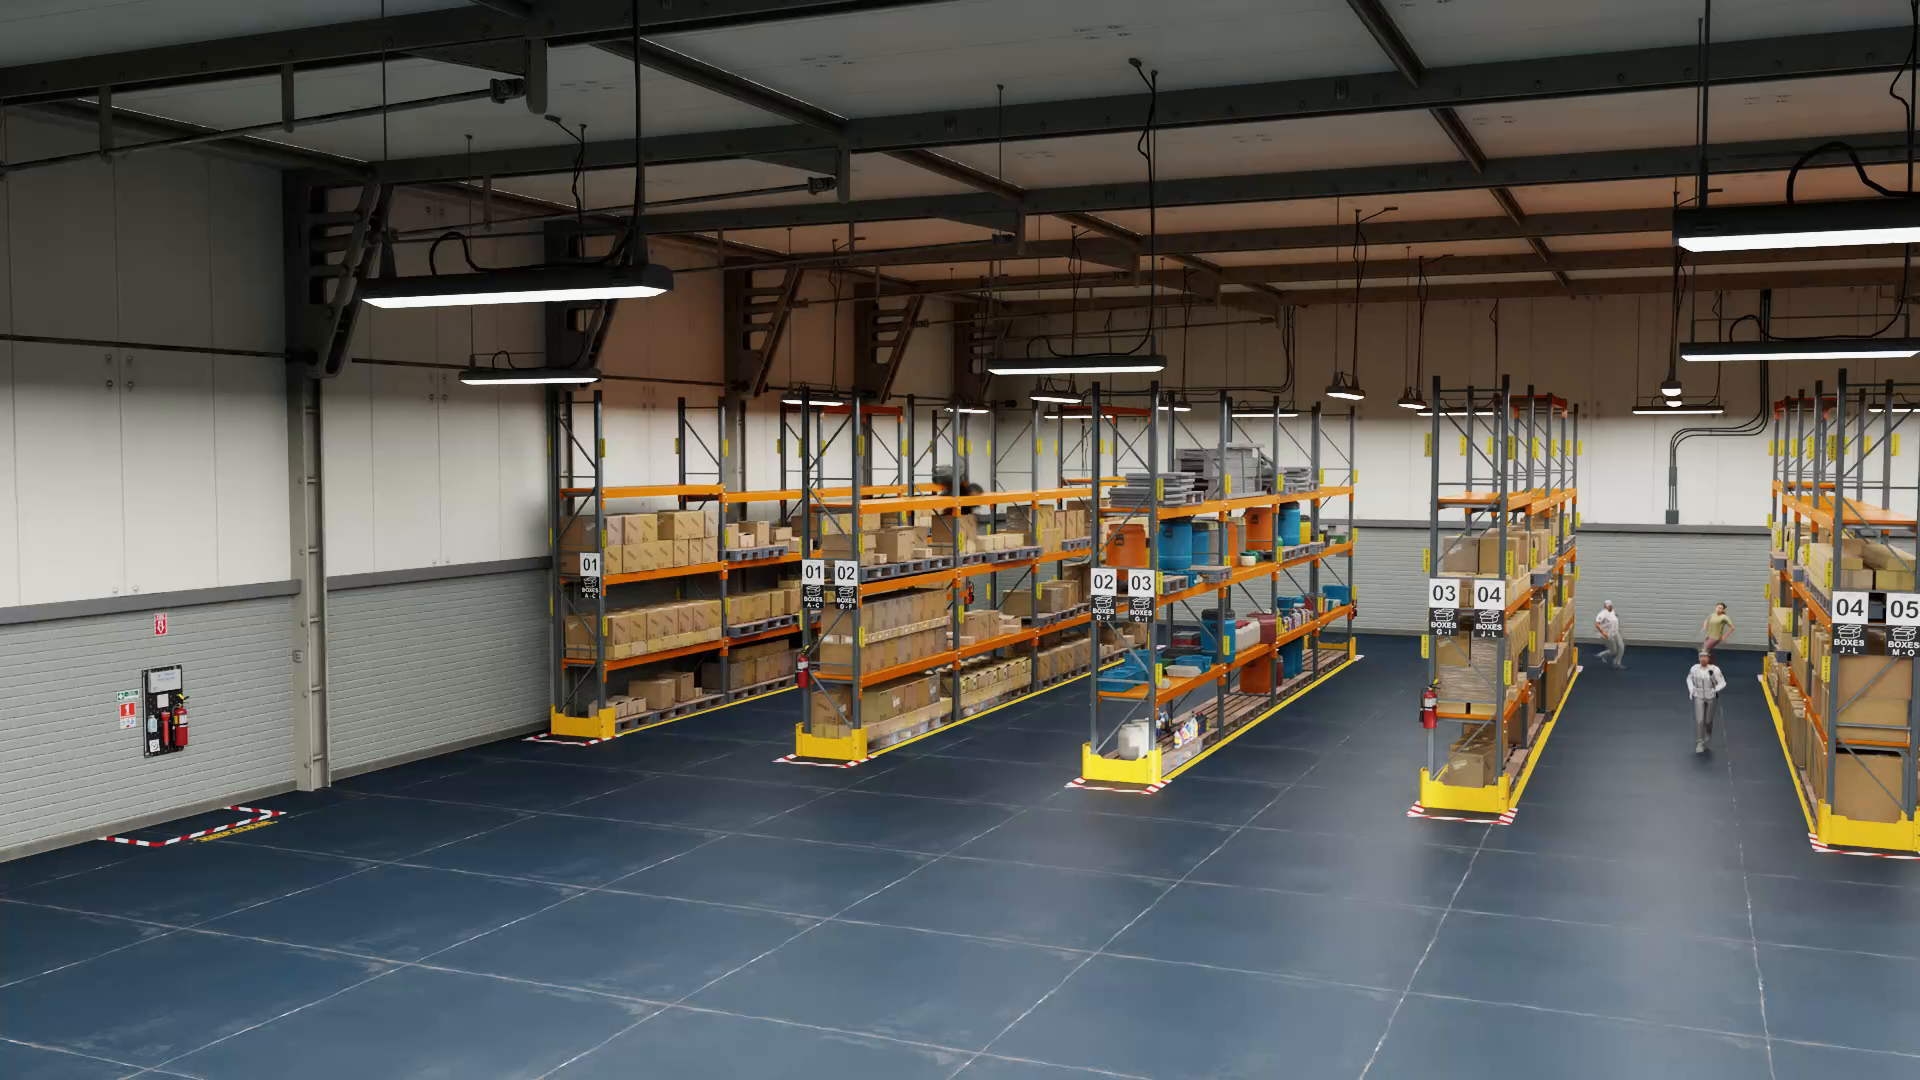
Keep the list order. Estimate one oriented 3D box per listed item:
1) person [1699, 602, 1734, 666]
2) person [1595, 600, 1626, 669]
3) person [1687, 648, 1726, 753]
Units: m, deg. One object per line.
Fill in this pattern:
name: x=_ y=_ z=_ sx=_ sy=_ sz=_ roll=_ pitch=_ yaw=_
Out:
person: x=16.713 y=2.177 z=36.935 sx=0.647 sy=1.615 sz=0.692 roll=0 pitch=3 yaw=-5
person: x=14.717 y=2.139 z=37.821 sx=0.705 sy=1.588 sz=0.574 roll=-2 pitch=4 yaw=-31
person: x=12.322 y=2.625 z=27.476 sx=0.608 sy=1.705 sz=0.833 roll=2 pitch=4 yaw=30
